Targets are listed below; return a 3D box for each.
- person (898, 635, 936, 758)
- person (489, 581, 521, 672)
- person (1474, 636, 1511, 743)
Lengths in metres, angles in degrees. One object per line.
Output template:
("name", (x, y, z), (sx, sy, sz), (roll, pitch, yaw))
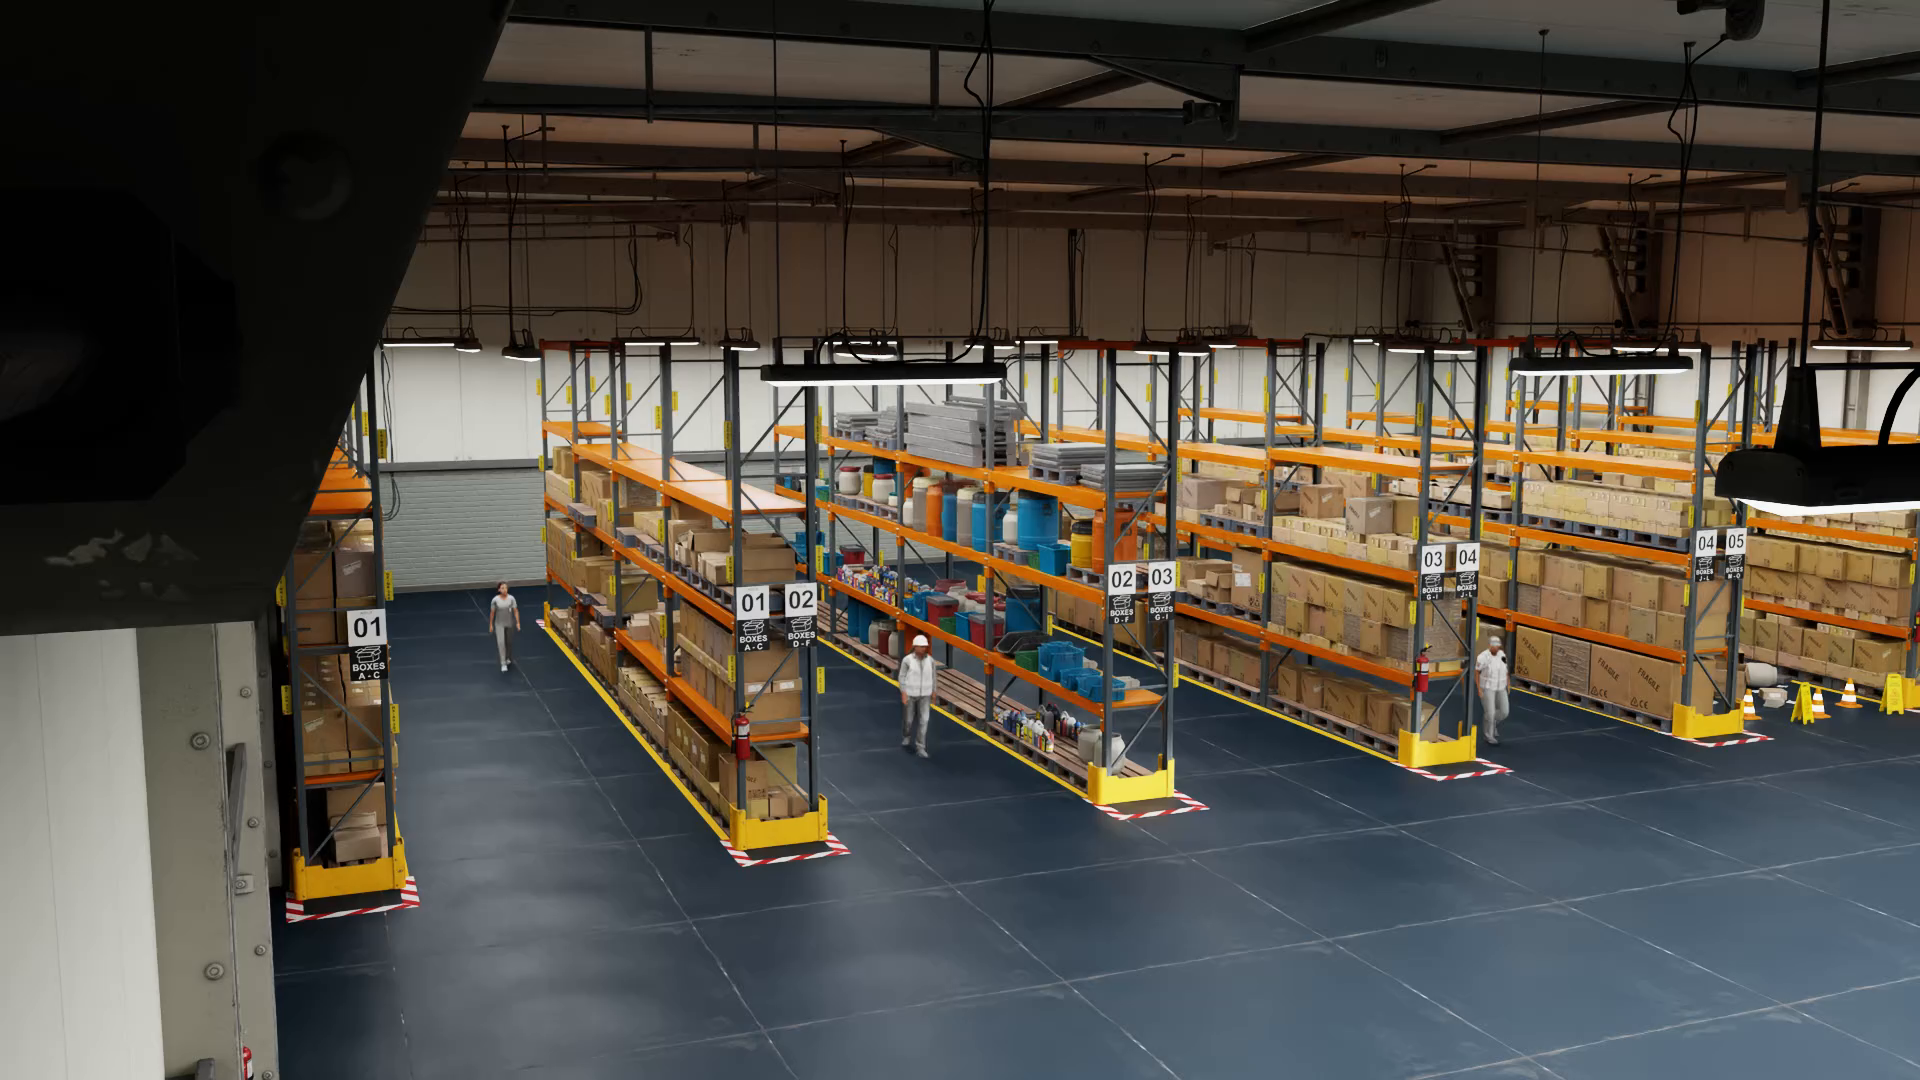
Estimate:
("person", (-0.606, 2.282, 24.597), (0.619, 1.750, 0.834), (-3, 8, -21))
("person", (-8.345, 1.558, 30.480), (0.533, 1.604, 1.060), (-3, 8, -21))
("person", (8.076, 2.248, 25.266), (0.553, 1.645, 0.557), (-2, 8, -13))
